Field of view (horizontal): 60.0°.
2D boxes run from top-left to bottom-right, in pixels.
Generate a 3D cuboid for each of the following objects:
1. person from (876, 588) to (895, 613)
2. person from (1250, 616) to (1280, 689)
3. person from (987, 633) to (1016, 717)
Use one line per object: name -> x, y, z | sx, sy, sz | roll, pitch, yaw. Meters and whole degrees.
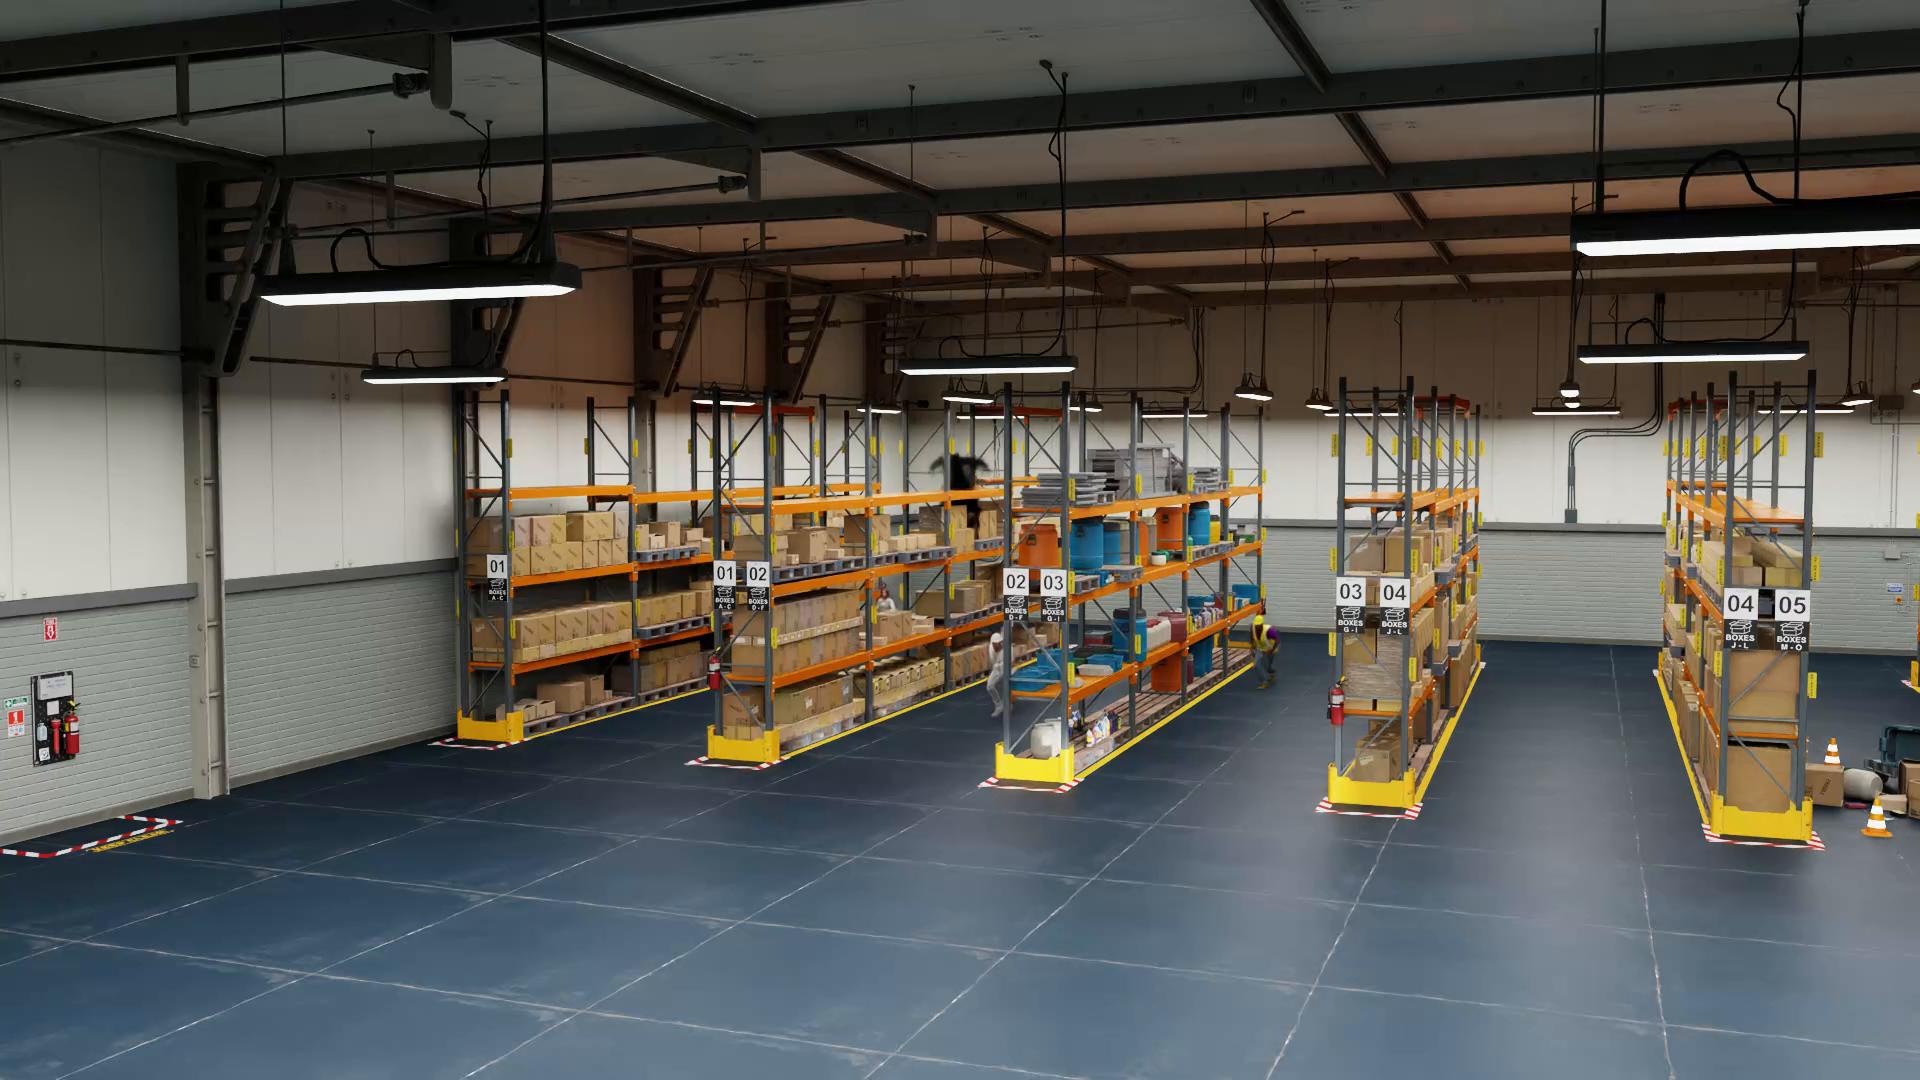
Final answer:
person -> -1.817, 1.966, 40.239 | 0.541, 1.592, 0.887 | 1, 3, 10
person -> 6.399, 2.326, 34.746 | 0.682, 1.558, 1.125 | 2, 4, 34
person -> 0.800, 2.483, 30.963 | 0.708, 1.572, 1.129 | 2, 4, 30
